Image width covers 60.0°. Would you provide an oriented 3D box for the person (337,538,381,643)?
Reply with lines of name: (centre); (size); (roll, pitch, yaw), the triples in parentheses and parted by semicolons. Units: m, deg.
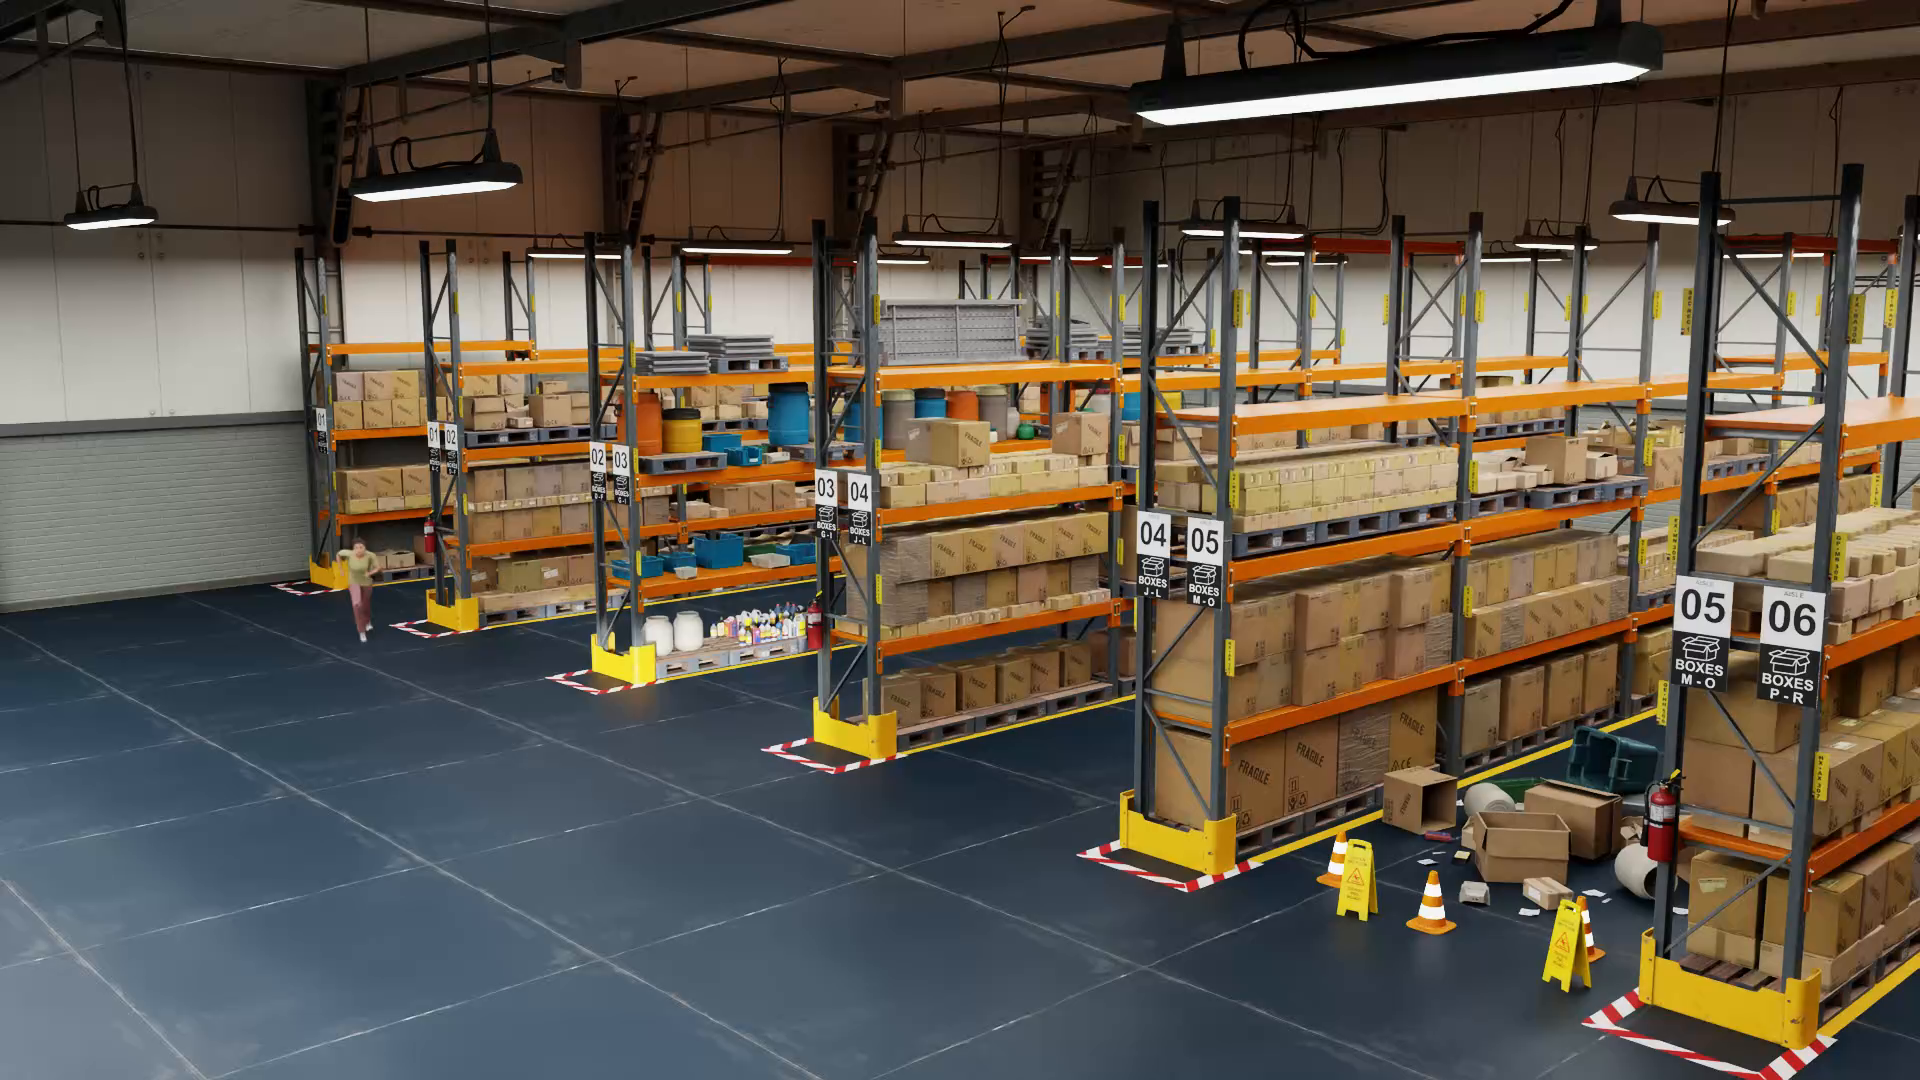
person: (-9.092, 0.723, 25.222); (0.623, 1.621, 0.944); (-3, 9, -18)
